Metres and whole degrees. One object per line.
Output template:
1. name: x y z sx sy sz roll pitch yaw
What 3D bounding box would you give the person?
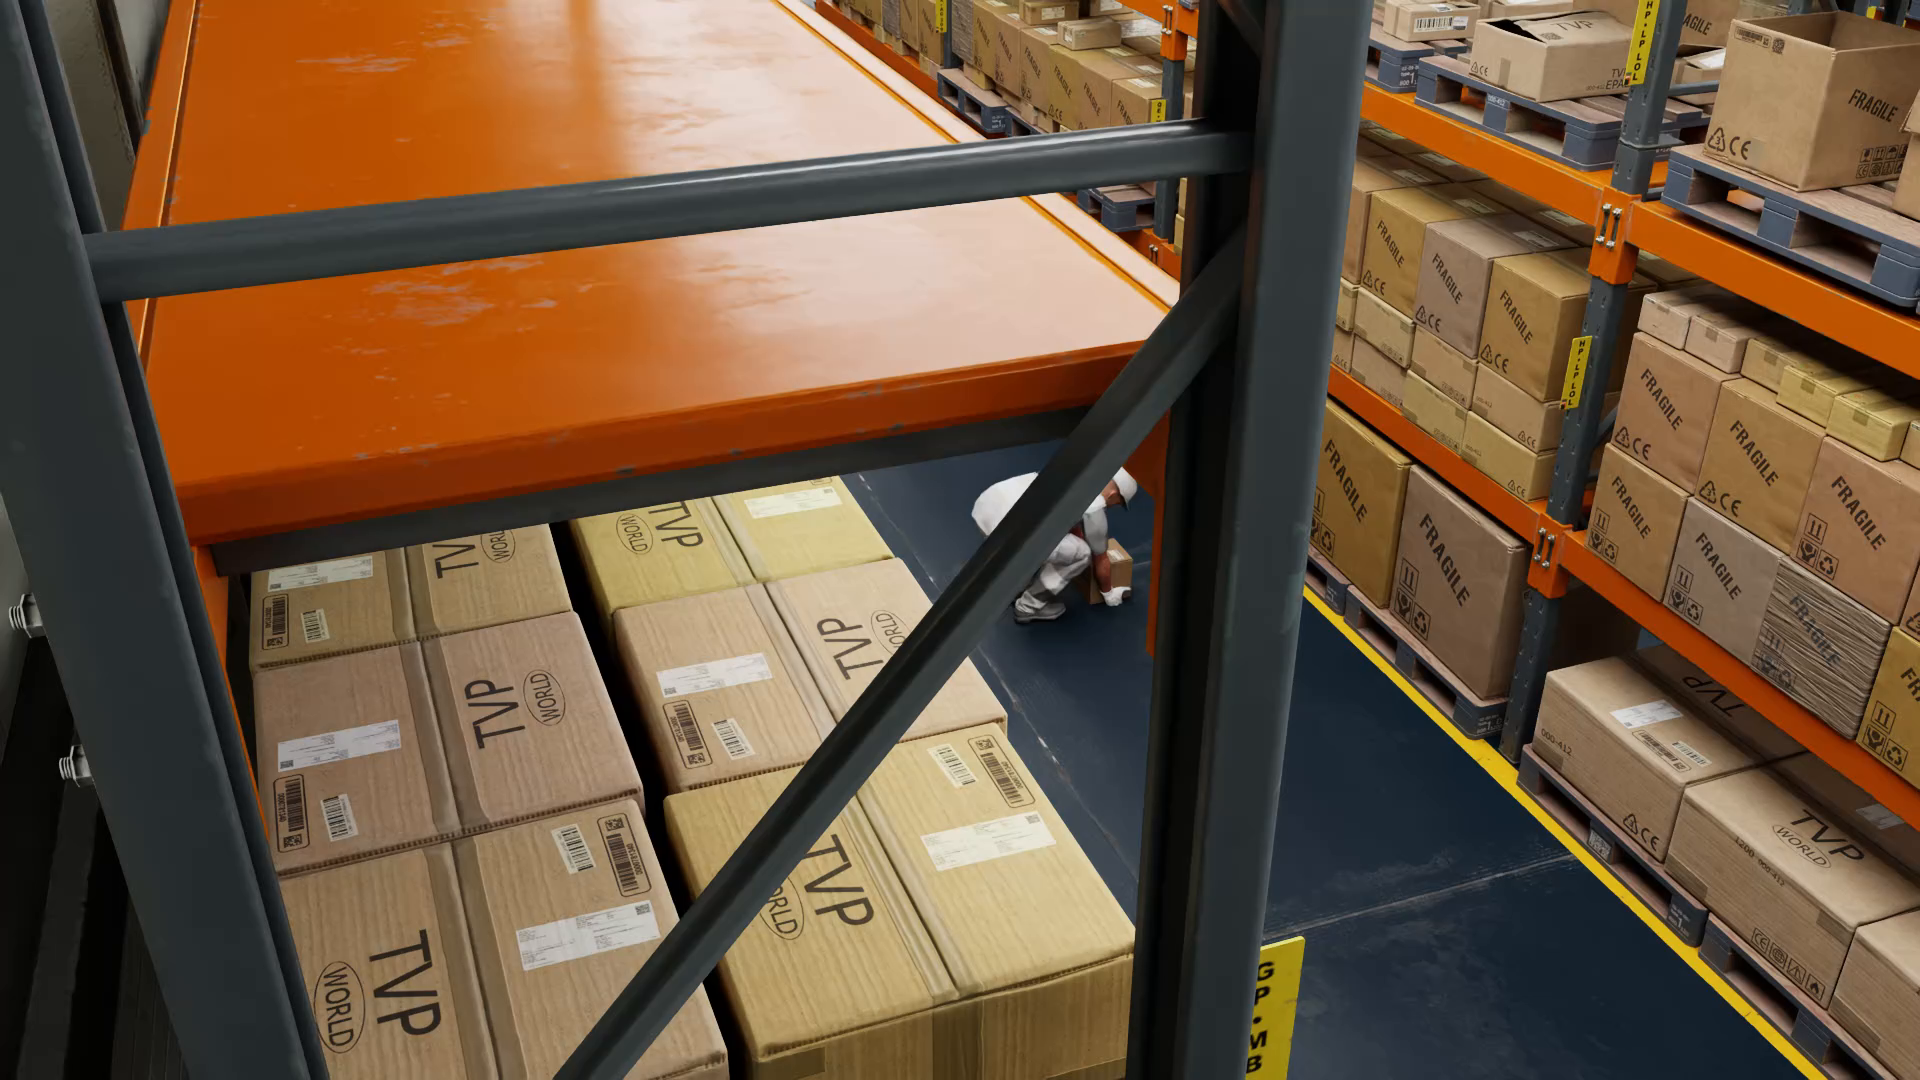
1. person: 0.539 0.003 9.131 0.964 0.821 0.523 -11 31 -19
